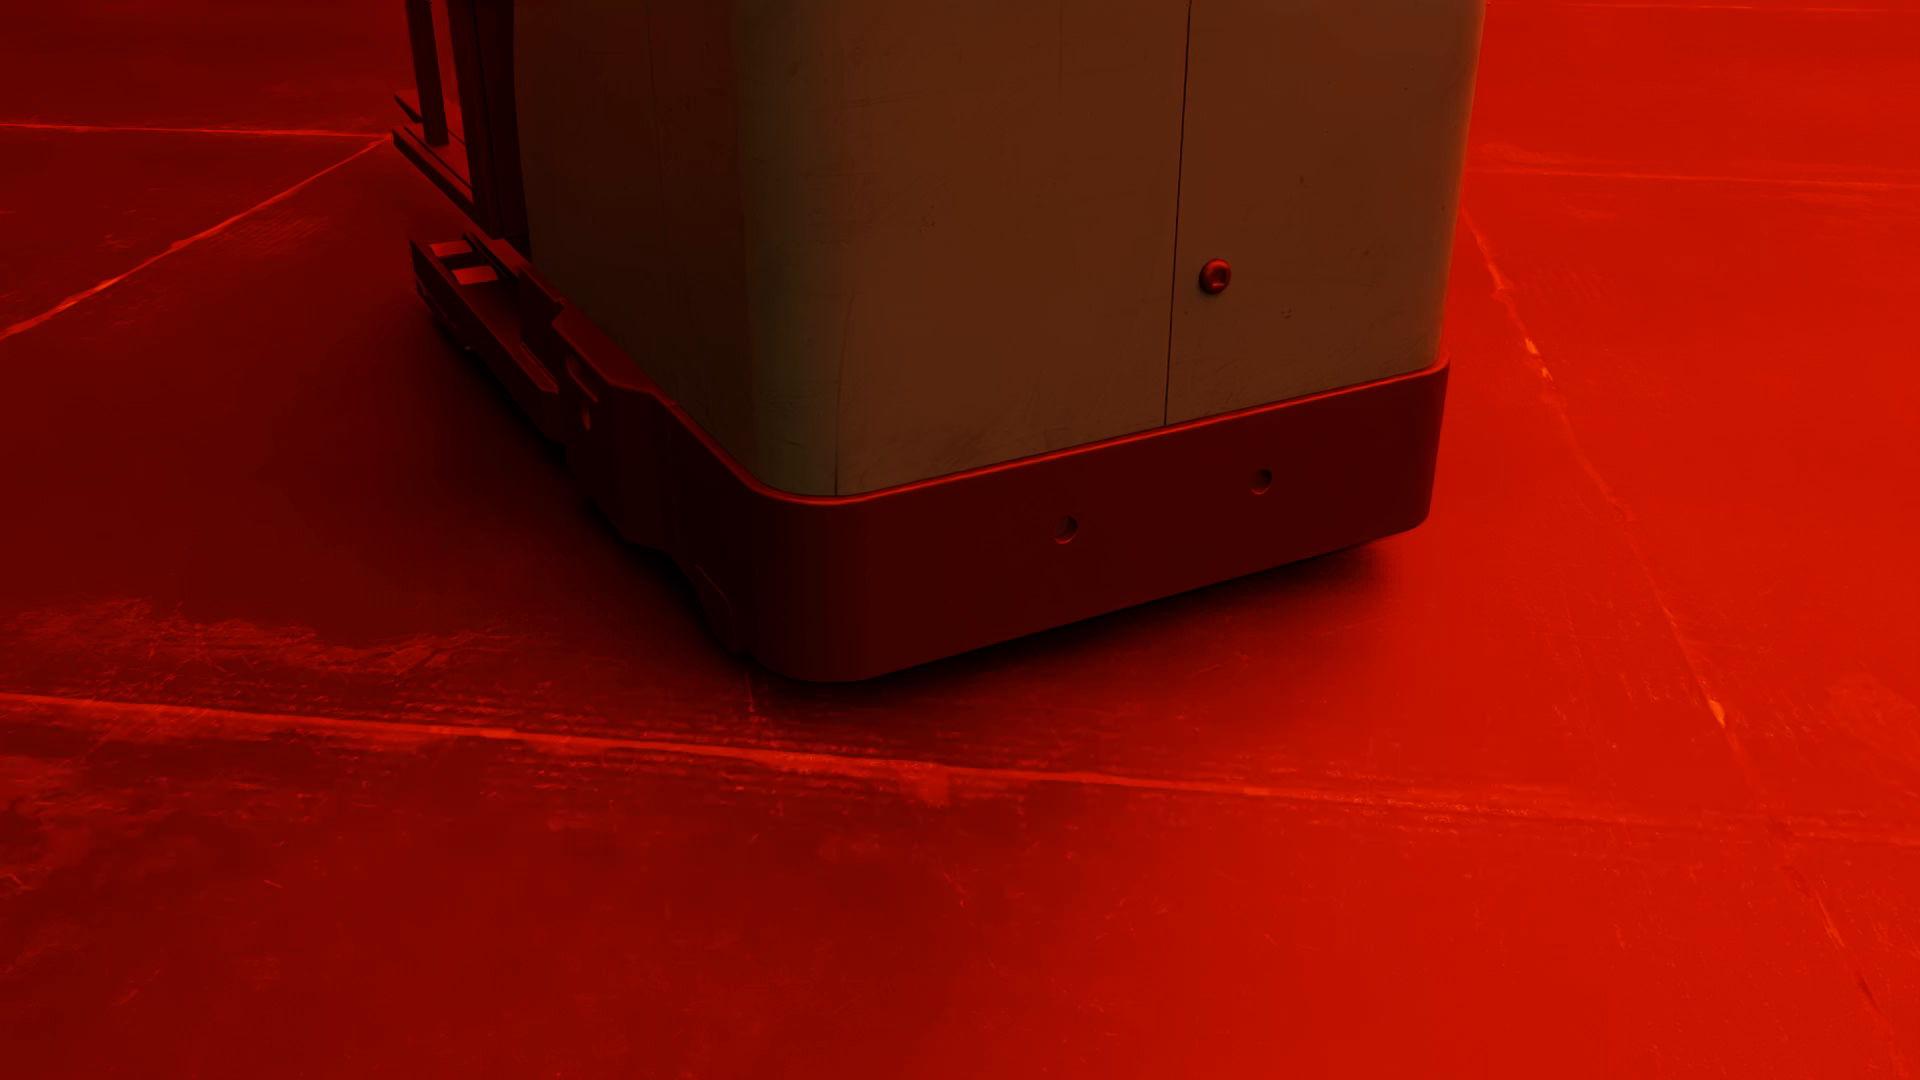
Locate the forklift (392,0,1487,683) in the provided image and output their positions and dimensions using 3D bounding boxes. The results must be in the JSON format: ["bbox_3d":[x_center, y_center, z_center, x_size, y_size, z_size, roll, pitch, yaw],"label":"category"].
[{"bbox_3d":[-0.458,-1.764,2.752,1.130,2.935,3.031,-14,30,-25],"label":"forklift"}]
